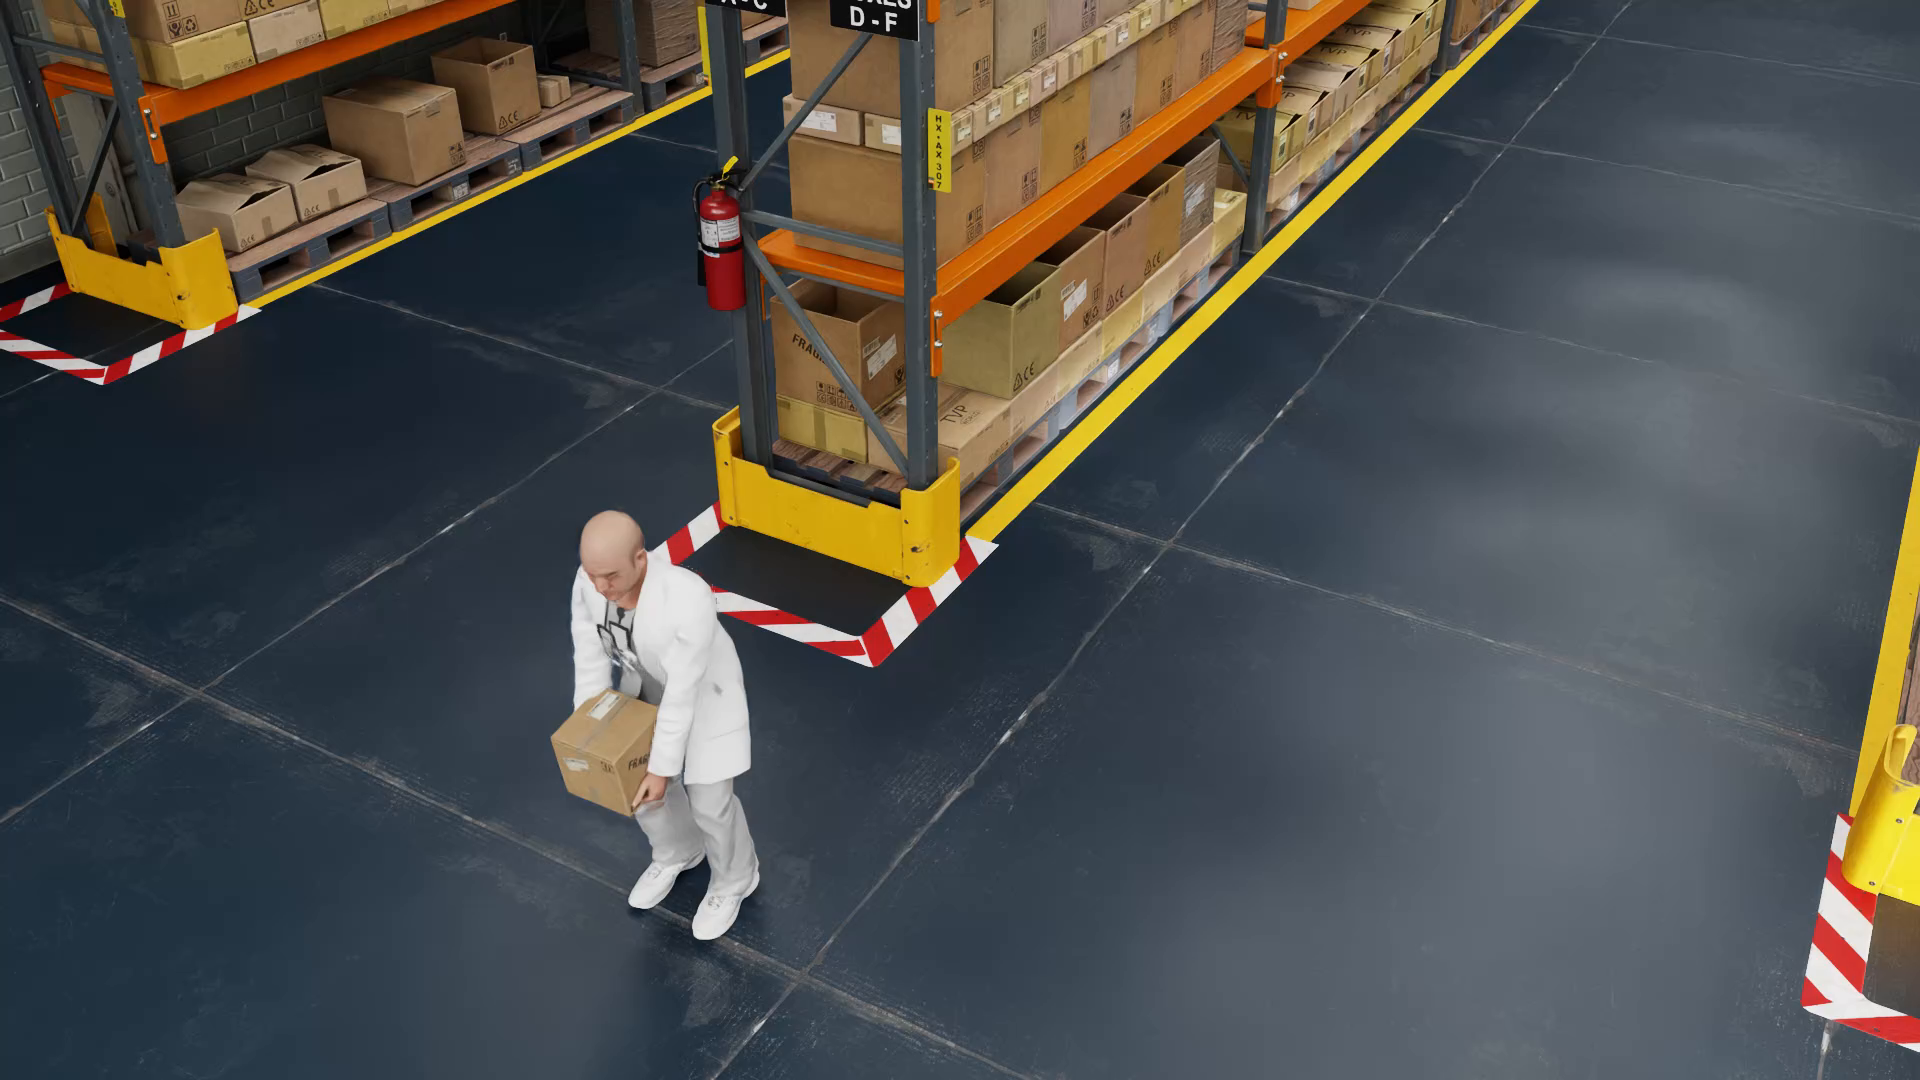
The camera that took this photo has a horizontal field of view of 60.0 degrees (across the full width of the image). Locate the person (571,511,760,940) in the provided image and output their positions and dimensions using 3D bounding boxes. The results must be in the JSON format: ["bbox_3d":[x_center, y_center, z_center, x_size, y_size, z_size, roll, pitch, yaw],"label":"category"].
[{"bbox_3d":[-0.970,0.579,5.345,0.541,1.720,0.618,17,37,24],"label":"person"}]
